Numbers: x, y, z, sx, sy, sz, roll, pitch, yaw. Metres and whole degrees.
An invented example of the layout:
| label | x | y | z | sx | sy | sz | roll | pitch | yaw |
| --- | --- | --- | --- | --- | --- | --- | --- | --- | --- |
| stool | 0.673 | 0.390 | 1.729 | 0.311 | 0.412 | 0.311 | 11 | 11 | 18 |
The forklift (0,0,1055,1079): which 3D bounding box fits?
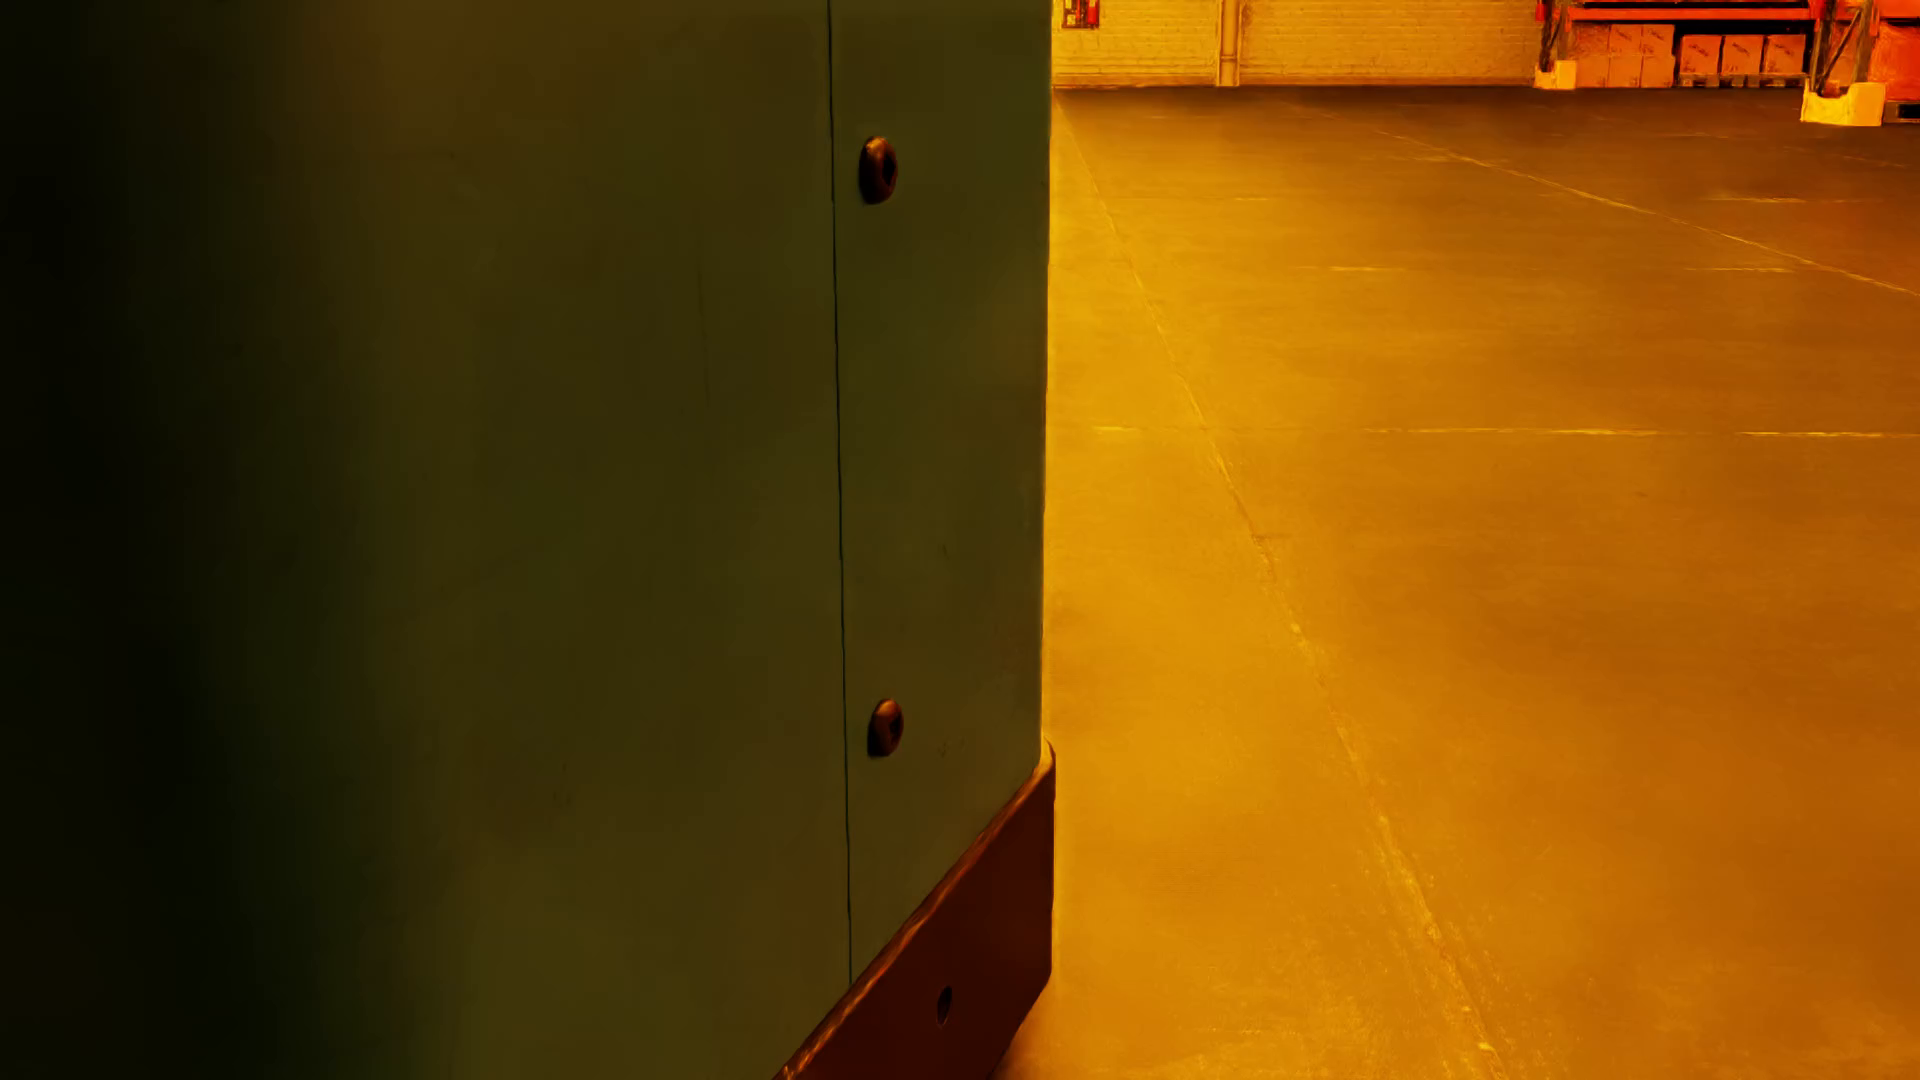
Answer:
| label | x | y | z | sx | sy | sz | roll | pitch | yaw |
| --- | --- | --- | --- | --- | --- | --- | --- | --- | --- |
| forklift | -1.474 | -0.934 | 1.438 | 3.031 | 2.935 | 1.130 | 7 | 19 | 21 |
